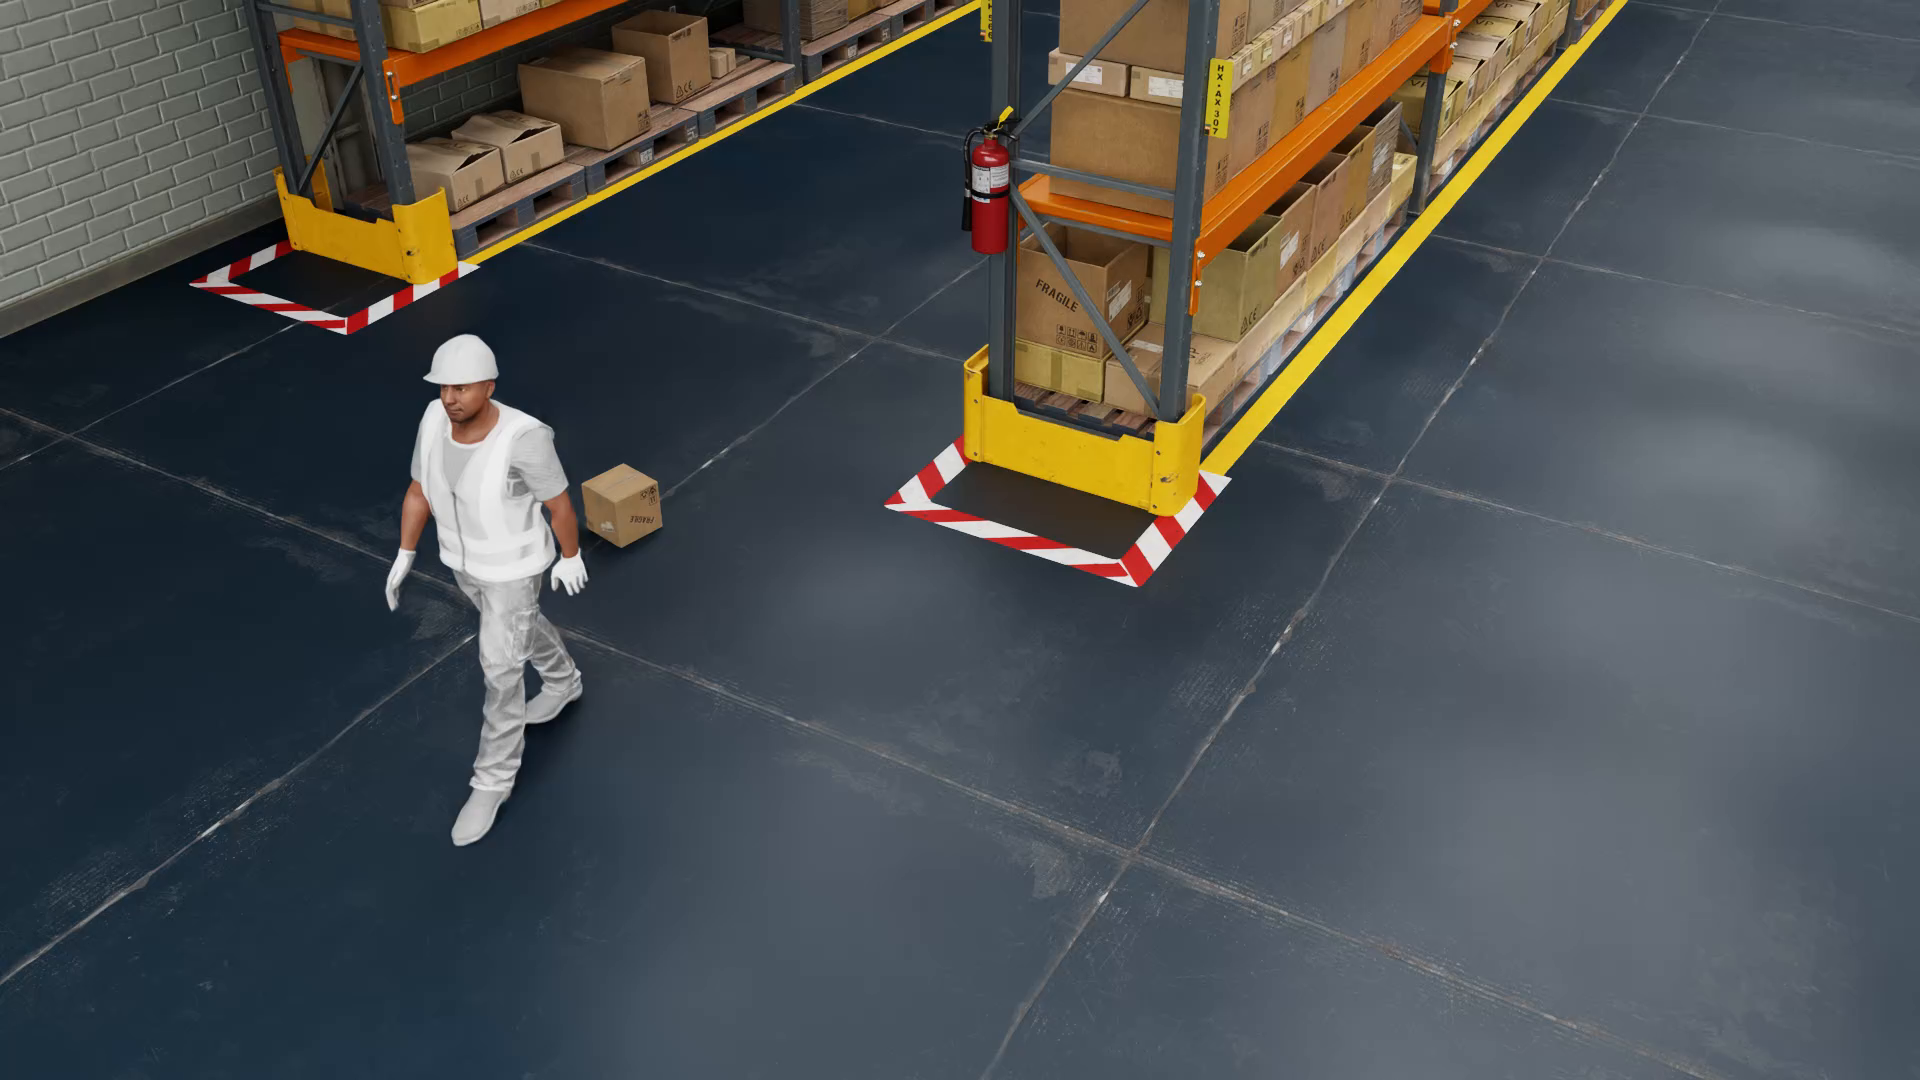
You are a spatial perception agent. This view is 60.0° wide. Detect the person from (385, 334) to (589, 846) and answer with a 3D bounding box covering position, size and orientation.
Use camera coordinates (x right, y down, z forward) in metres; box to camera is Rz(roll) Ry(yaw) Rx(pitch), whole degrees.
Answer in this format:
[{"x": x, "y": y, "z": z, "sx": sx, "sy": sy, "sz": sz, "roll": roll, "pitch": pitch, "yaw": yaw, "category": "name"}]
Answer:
[{"x": -1.721, "y": 0.123, "z": 5.933, "sx": 0.567, "sy": 1.774, "sz": 0.904, "roll": 17, "pitch": 38, "yaw": 24, "category": "person"}]
